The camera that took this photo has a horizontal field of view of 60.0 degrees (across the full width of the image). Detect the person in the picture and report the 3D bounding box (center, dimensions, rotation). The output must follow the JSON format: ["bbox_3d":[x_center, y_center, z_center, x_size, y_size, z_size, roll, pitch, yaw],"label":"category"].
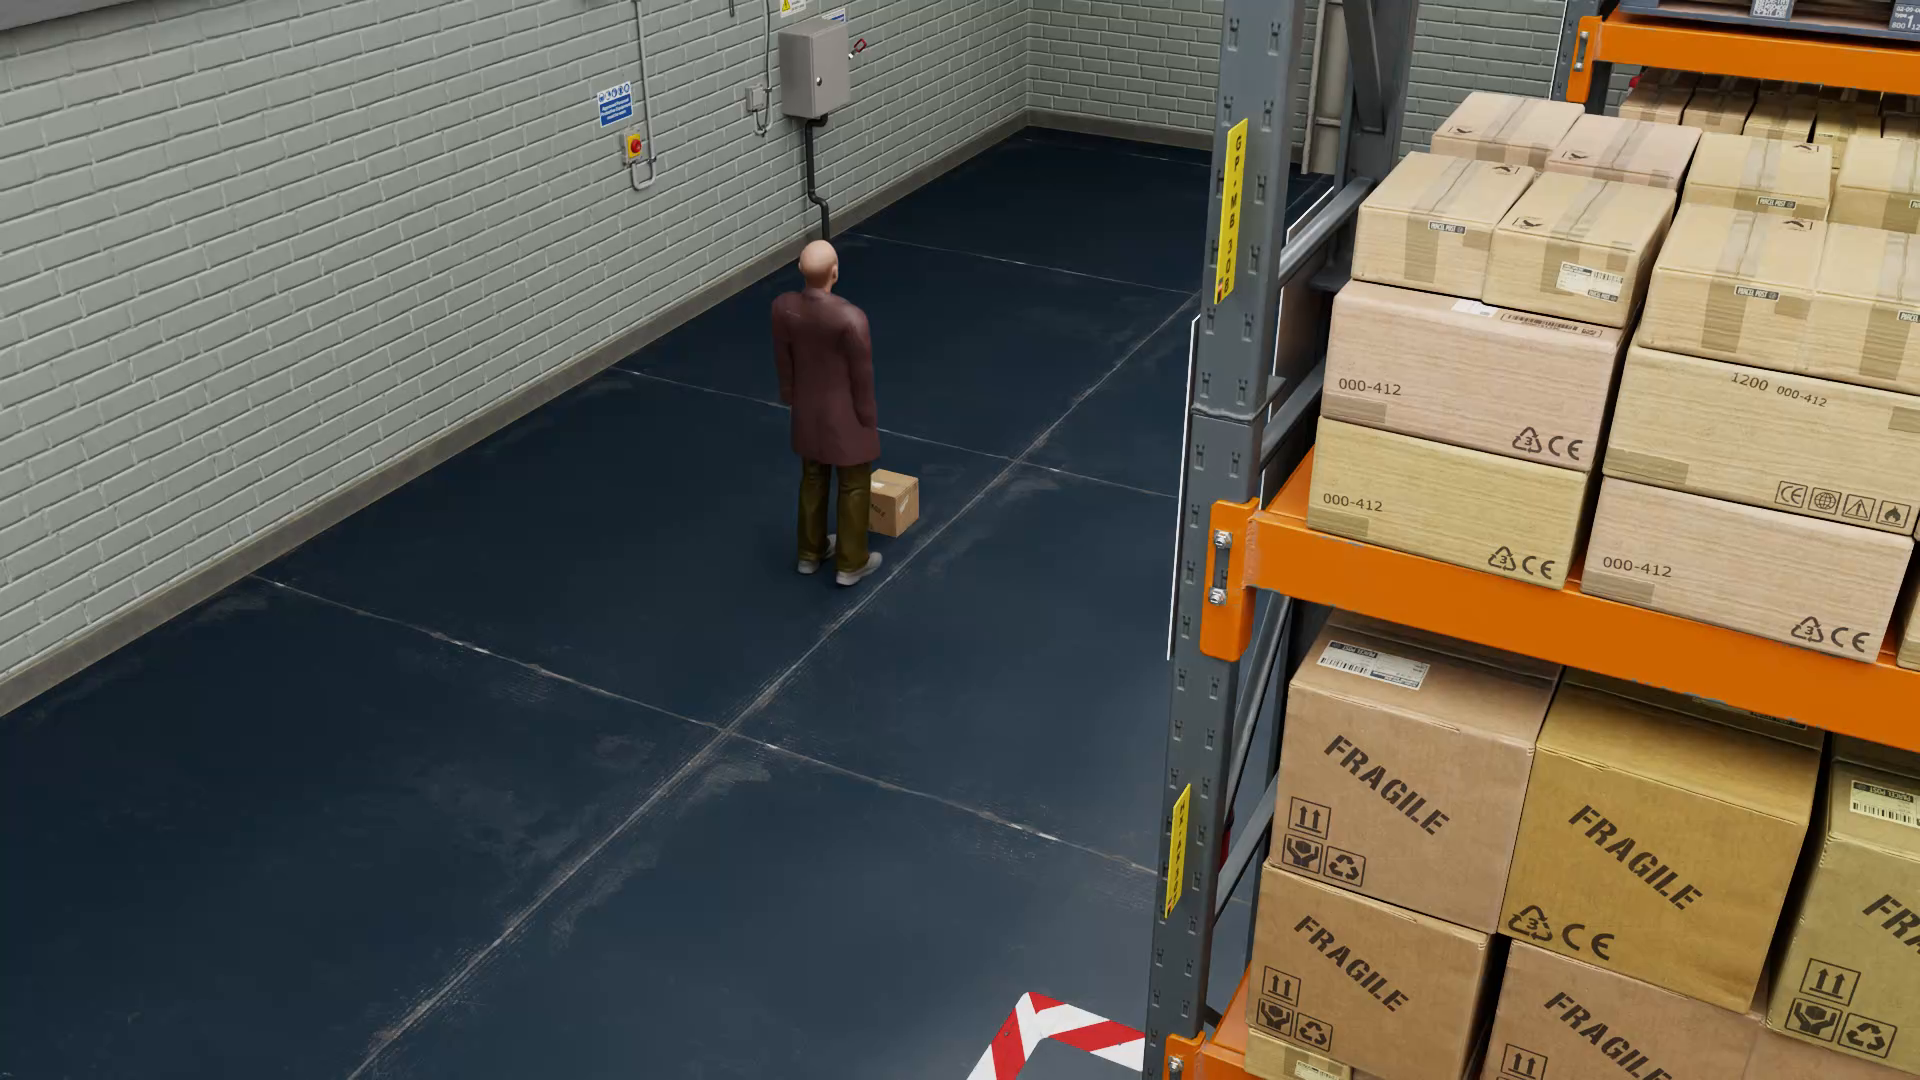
[{"bbox_3d":[-0.651,-0.635,8.279,0.561,1.793,0.389,15,33,25],"label":"person"}]
